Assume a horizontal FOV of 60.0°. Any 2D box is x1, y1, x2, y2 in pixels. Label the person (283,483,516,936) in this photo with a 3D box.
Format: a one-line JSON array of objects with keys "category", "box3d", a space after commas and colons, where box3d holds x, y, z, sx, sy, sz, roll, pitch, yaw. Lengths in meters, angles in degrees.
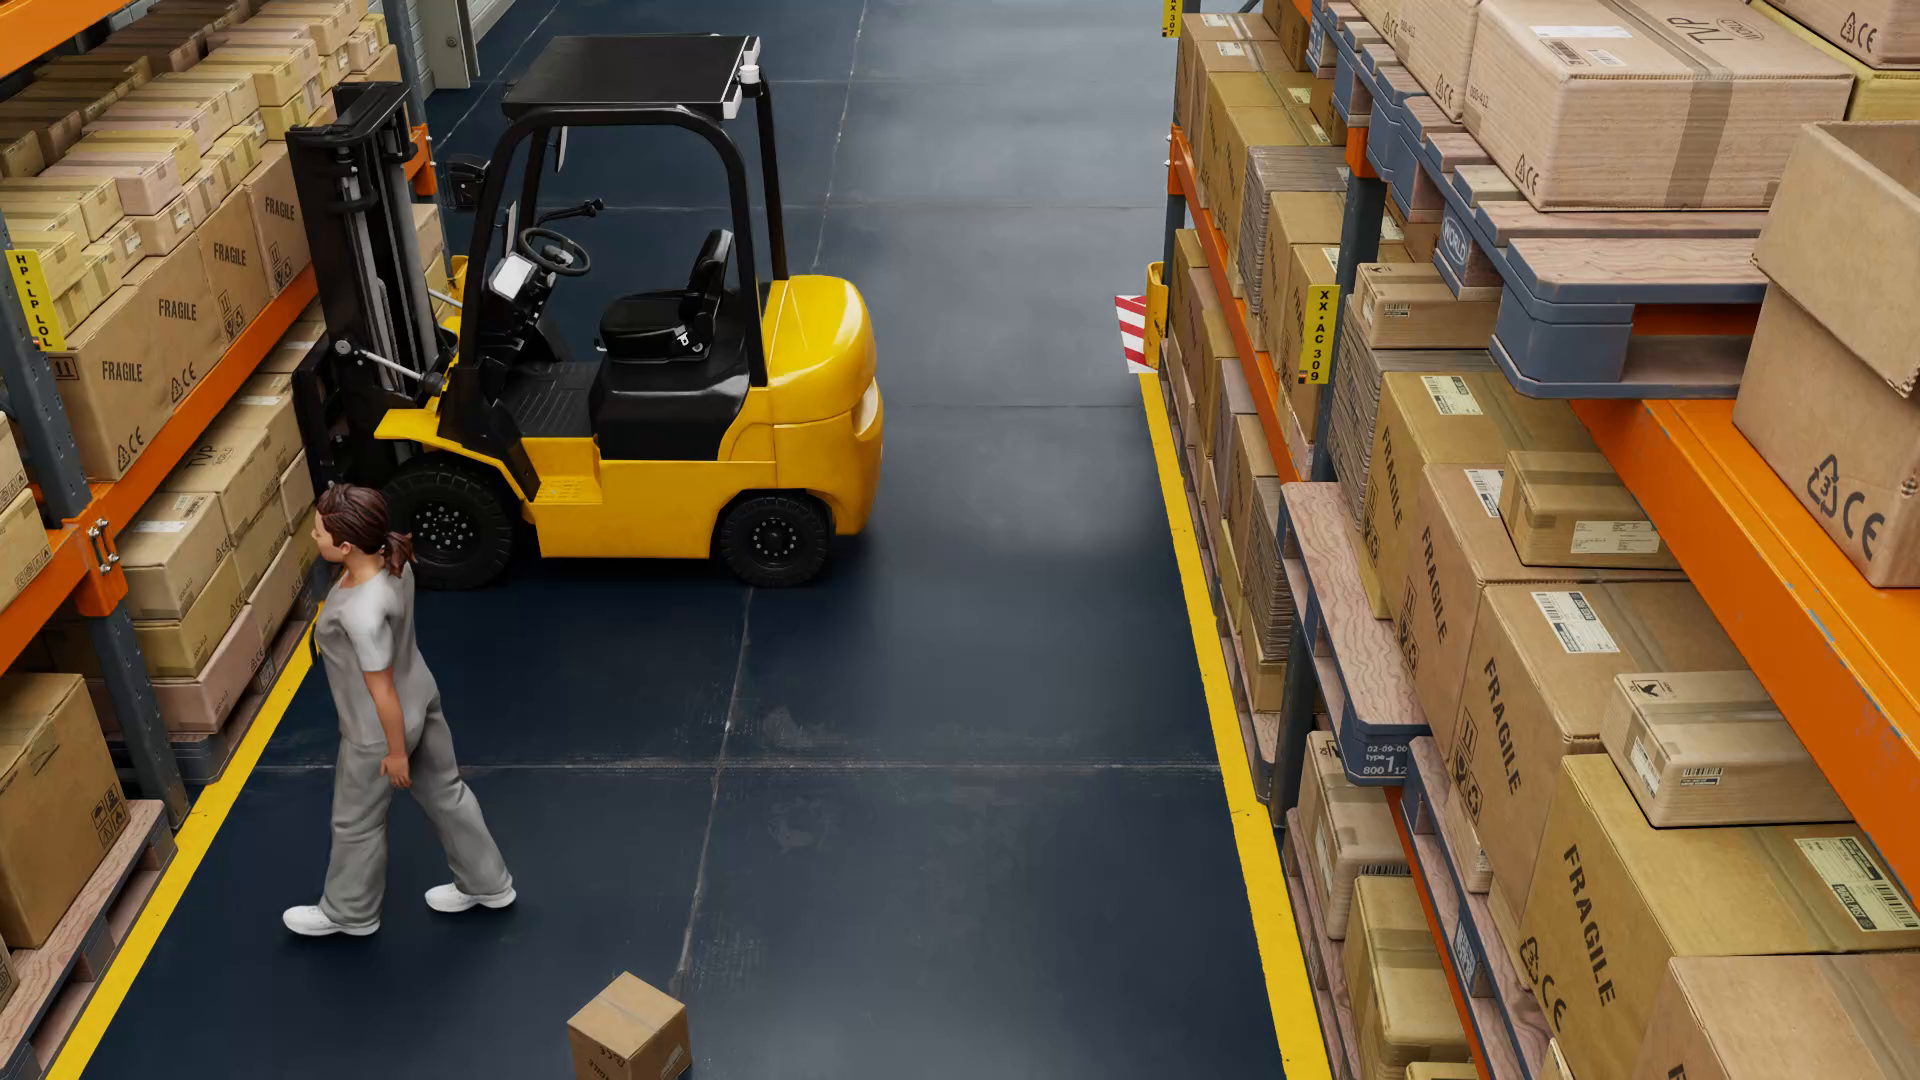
[{"category": "person", "box3d": [-1.878, 0.552, 5.230, 0.733, 1.661, 0.448, 0, 32, 0]}]
